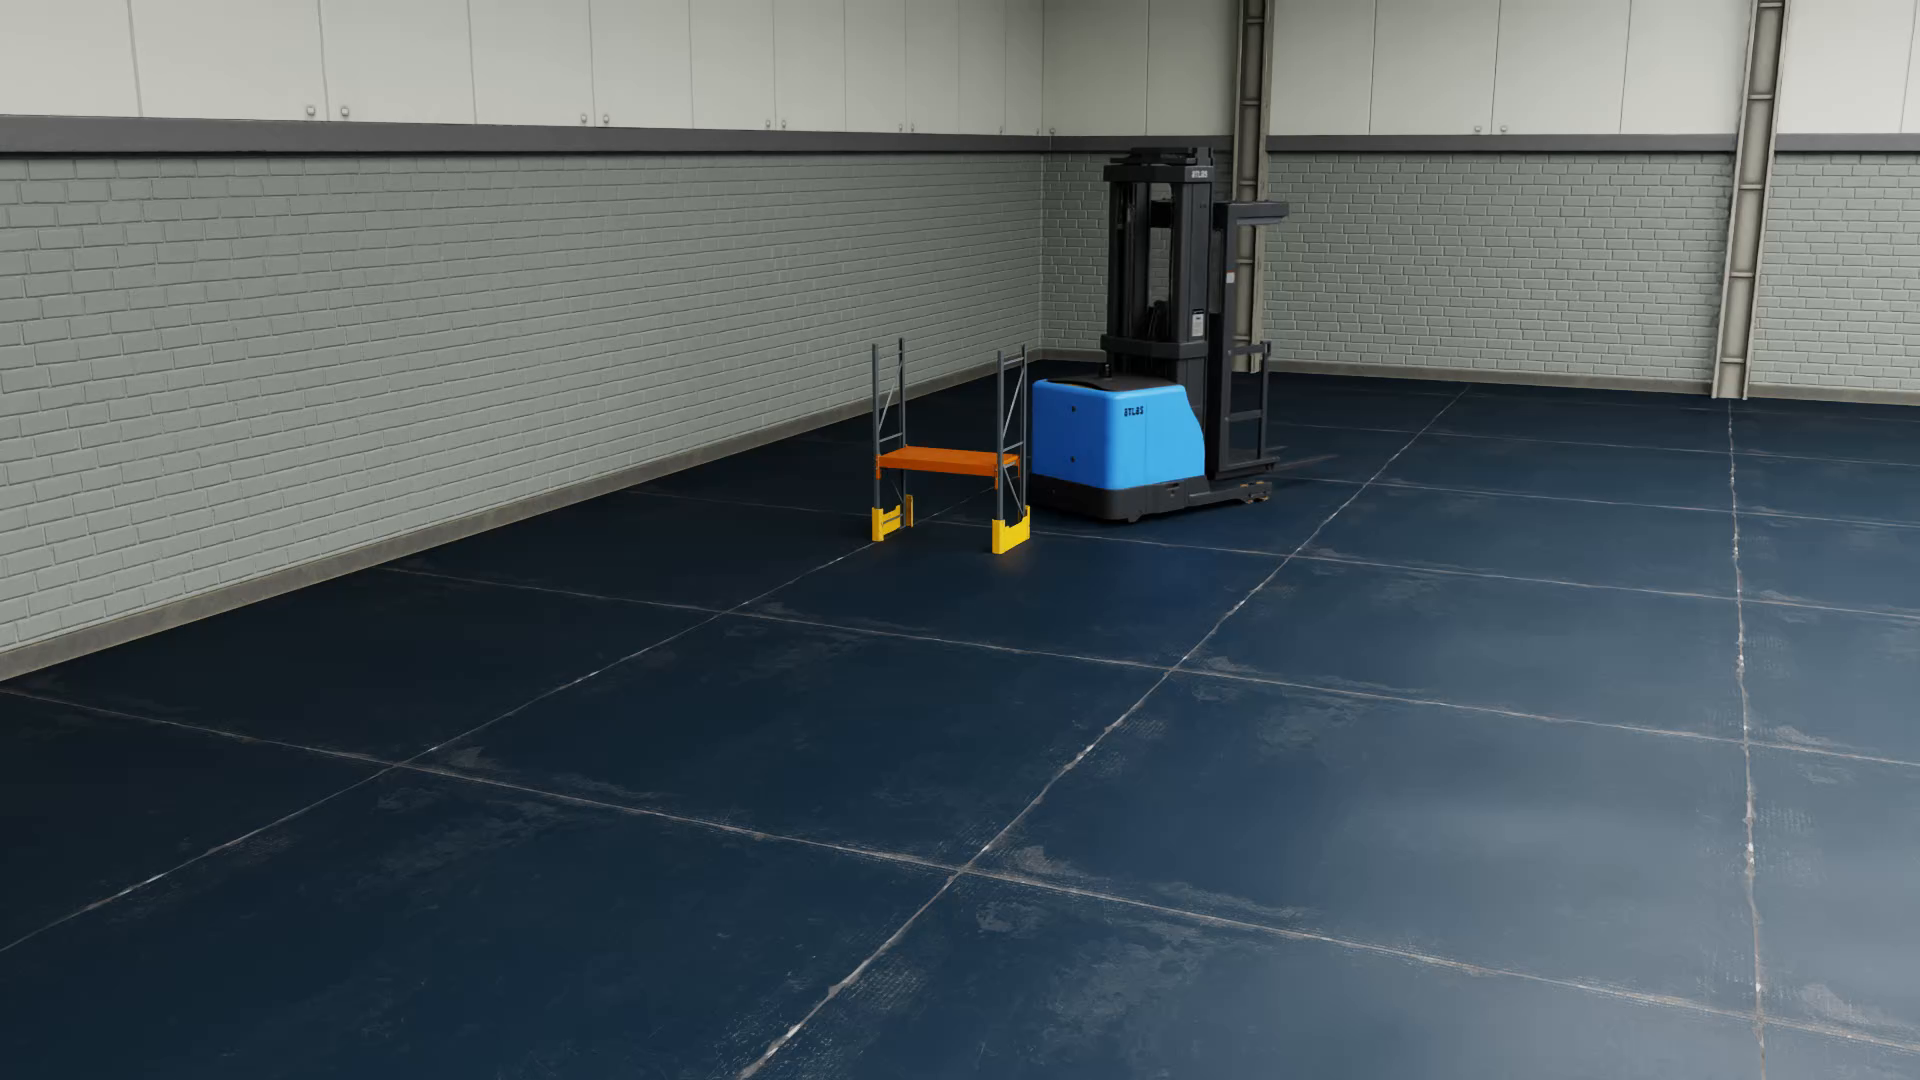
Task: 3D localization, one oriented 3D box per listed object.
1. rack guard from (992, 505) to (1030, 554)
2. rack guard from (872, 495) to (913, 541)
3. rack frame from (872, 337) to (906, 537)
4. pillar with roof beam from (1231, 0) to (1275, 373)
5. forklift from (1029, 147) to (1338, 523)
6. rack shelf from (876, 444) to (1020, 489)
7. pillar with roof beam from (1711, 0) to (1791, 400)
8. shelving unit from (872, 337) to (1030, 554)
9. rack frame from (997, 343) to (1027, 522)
[{"bbox_3d":[0.386,-0.083,12.560,0.087,0.250,0.587,6,14,23],"label":"rack guard"},{"bbox_3d":[-0.525,-0.175,12.953,0.087,0.250,0.587,6,14,23],"label":"rack guard"},{"bbox_3d":[-0.543,-0.785,12.818,0.032,1.500,0.500,6,14,23],"label":"rack frame"},{"bbox_3d":[2.077,-5.767,17.631,0.400,9.000,9.100,6,14,23],"label":"pillar with roof beam"},{"bbox_3d":[2.039,-1.816,14.076,3.031,2.935,1.130,-10,17,-38],"label":"forklift"},{"bbox_3d":[-0.078,-0.563,12.658,1.000,0.185,0.538,6,14,23],"label":"rack shelf"},{"bbox_3d":[7.563,-5.211,15.265,0.400,9.000,9.100,6,14,23],"label":"pillar with roof beam"},{"bbox_3d":[-0.070,-0.737,12.614,1.083,1.500,0.587,6,14,23],"label":"shelving unit"},{"bbox_3d":[0.387,-0.691,12.417,0.032,1.500,0.500,6,14,23],"label":"rack frame"}]
